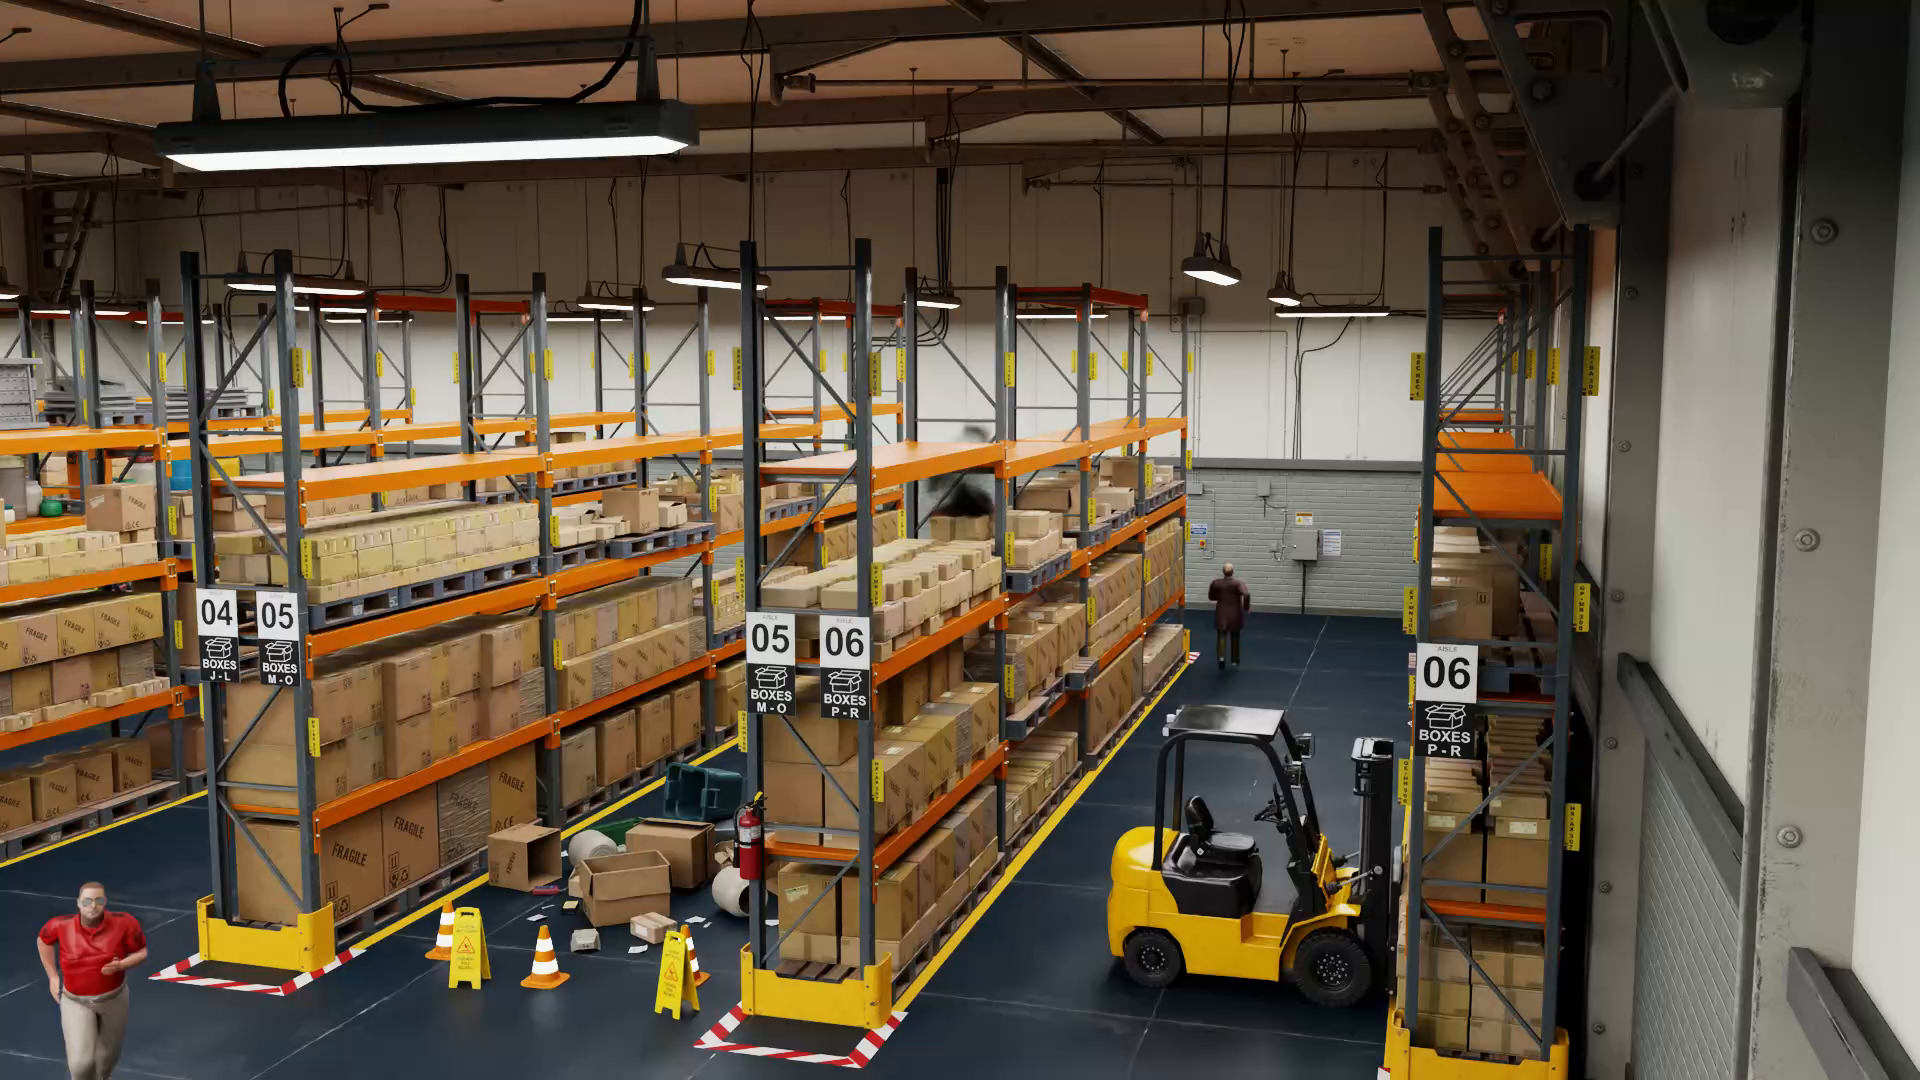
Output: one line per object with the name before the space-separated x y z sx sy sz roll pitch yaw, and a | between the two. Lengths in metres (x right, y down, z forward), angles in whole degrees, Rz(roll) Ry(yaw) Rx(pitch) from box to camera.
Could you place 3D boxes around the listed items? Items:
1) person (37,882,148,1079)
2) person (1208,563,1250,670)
person | -5.742 3.107 11.066 0.611 1.765 0.865 -5 8 -35
person | 4.394 1.227 27.084 0.720 1.745 1.004 2 7 17
